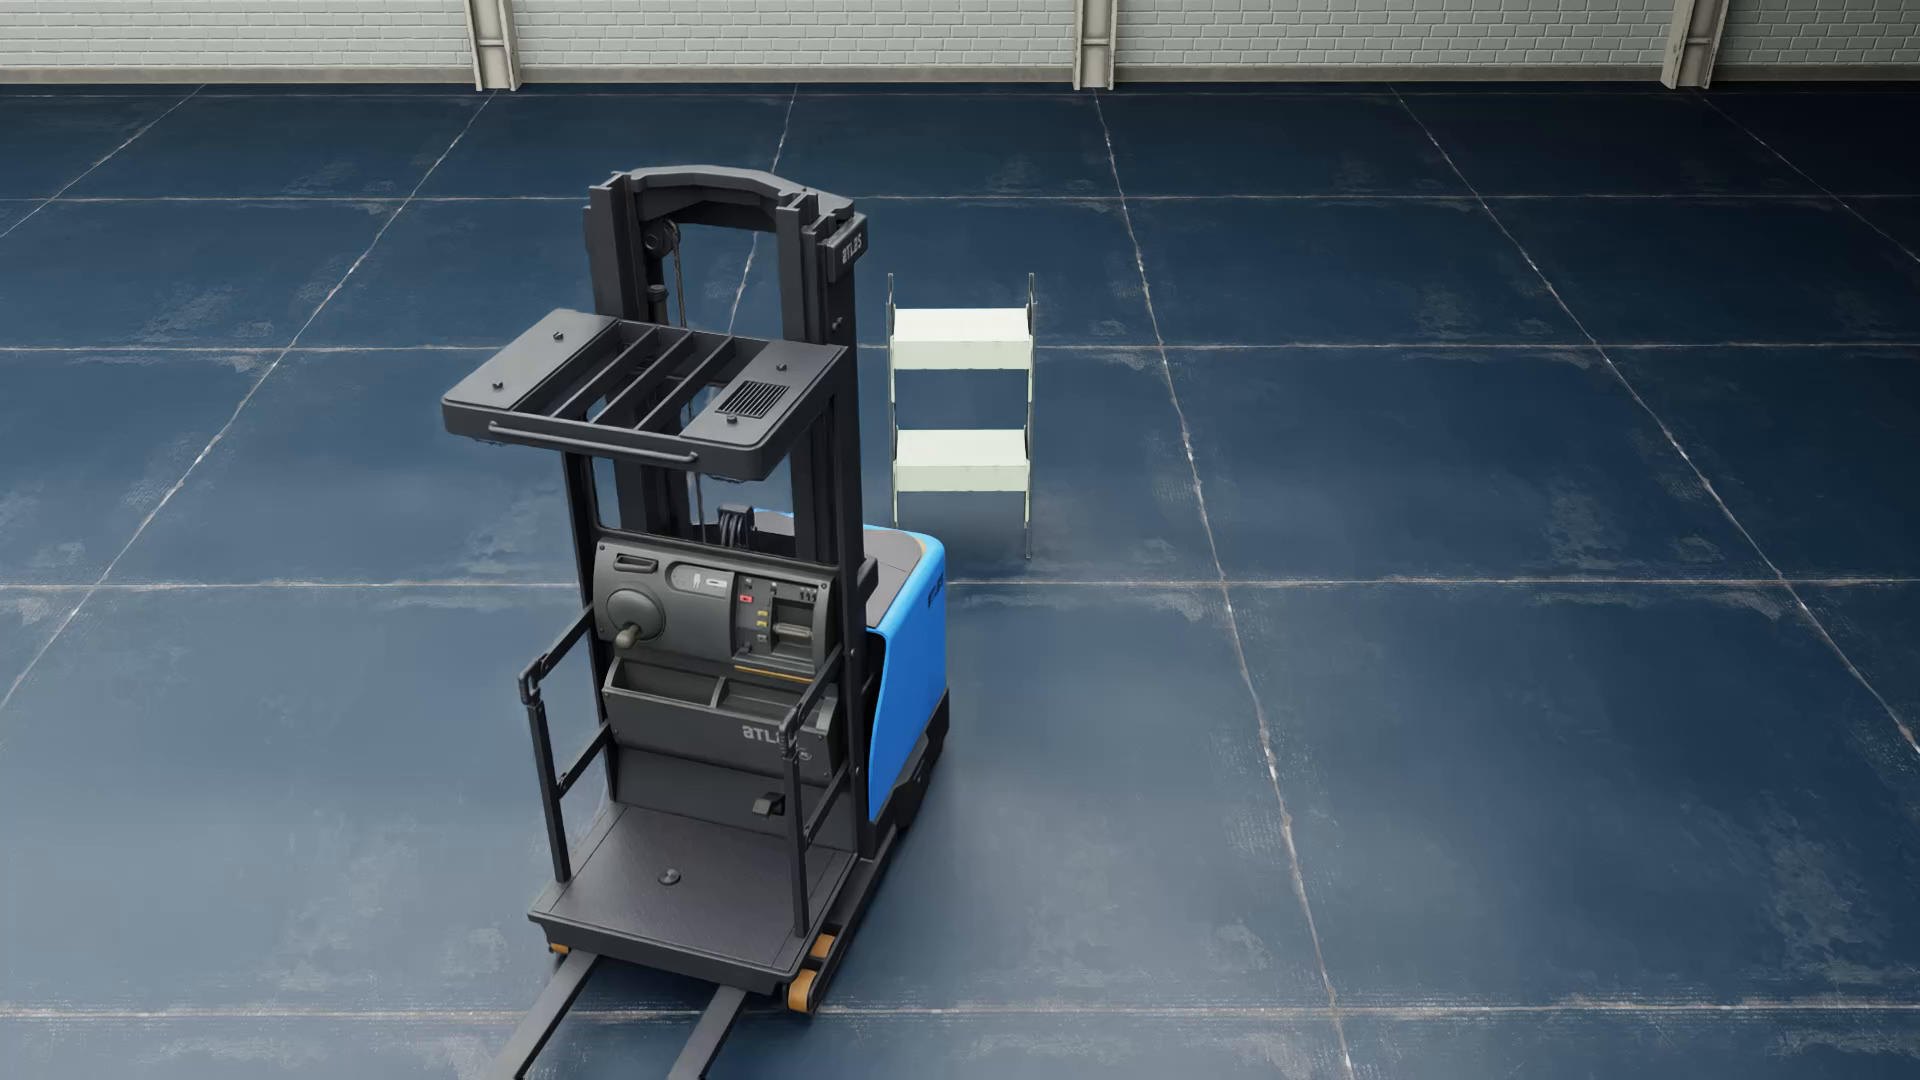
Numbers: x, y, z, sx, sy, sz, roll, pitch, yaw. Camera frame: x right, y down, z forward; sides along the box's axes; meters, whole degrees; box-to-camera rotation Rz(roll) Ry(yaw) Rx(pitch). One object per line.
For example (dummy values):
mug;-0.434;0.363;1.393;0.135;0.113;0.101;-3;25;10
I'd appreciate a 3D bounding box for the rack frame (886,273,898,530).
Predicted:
rack frame;-0.359;-0.640;8.859;0.023;1.500;0.400;0;31;0

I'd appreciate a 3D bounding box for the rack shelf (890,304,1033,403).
rack shelf;0.007;-0.975;8.659;0.720;0.370;0.431;0;31;0

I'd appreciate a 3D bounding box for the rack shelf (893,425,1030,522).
rack shelf;0.007;-0.363;9.030;0.720;0.370;0.431;0;31;0

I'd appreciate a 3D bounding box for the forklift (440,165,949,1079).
forklift;-0.977;0.303;5.924;1.130;2.935;3.031;9;32;15

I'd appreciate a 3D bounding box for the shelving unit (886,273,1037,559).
shelving unit;0.007;-0.641;8.861;0.755;1.500;0.431;0;31;0

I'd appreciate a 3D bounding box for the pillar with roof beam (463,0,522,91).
pillar with roof beam;-4.627;-6.202;10.796;0.400;9.000;9.100;0;31;0

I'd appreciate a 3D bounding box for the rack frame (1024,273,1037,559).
rack frame;0.373;-0.642;8.863;0.023;1.500;0.400;0;31;0

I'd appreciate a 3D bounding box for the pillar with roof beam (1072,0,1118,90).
pillar with roof beam;1.372;-6.220;10.827;0.400;9.000;9.100;0;31;0

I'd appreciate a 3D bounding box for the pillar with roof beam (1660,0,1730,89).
pillar with roof beam;7.372;-6.239;10.858;0.400;9.000;9.100;0;31;0
